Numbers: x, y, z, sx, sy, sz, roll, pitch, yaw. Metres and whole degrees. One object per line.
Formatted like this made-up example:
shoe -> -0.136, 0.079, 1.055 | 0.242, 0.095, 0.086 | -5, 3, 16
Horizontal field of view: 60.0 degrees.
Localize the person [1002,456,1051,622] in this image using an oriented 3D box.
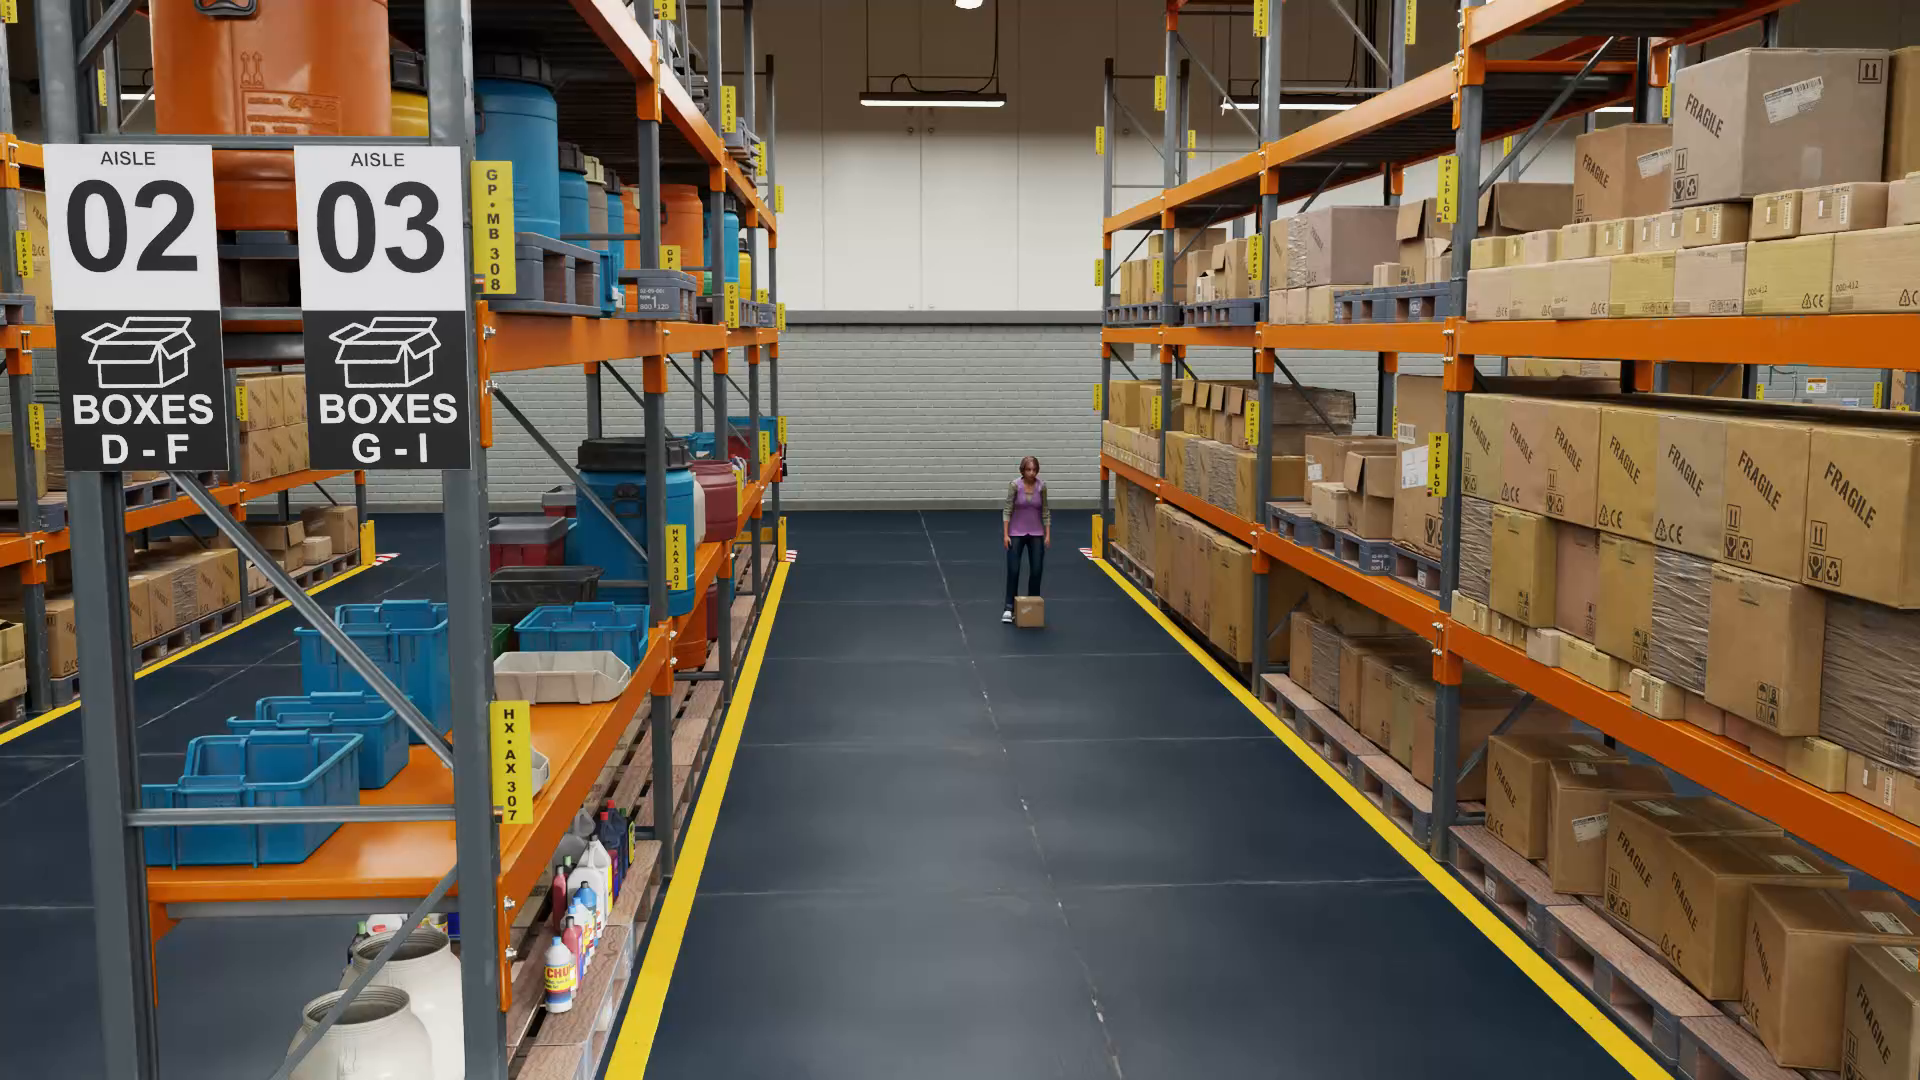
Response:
person -> 0.633, -0.017, 15.935 | 0.485, 1.593, 0.342 | -1, 7, -7
